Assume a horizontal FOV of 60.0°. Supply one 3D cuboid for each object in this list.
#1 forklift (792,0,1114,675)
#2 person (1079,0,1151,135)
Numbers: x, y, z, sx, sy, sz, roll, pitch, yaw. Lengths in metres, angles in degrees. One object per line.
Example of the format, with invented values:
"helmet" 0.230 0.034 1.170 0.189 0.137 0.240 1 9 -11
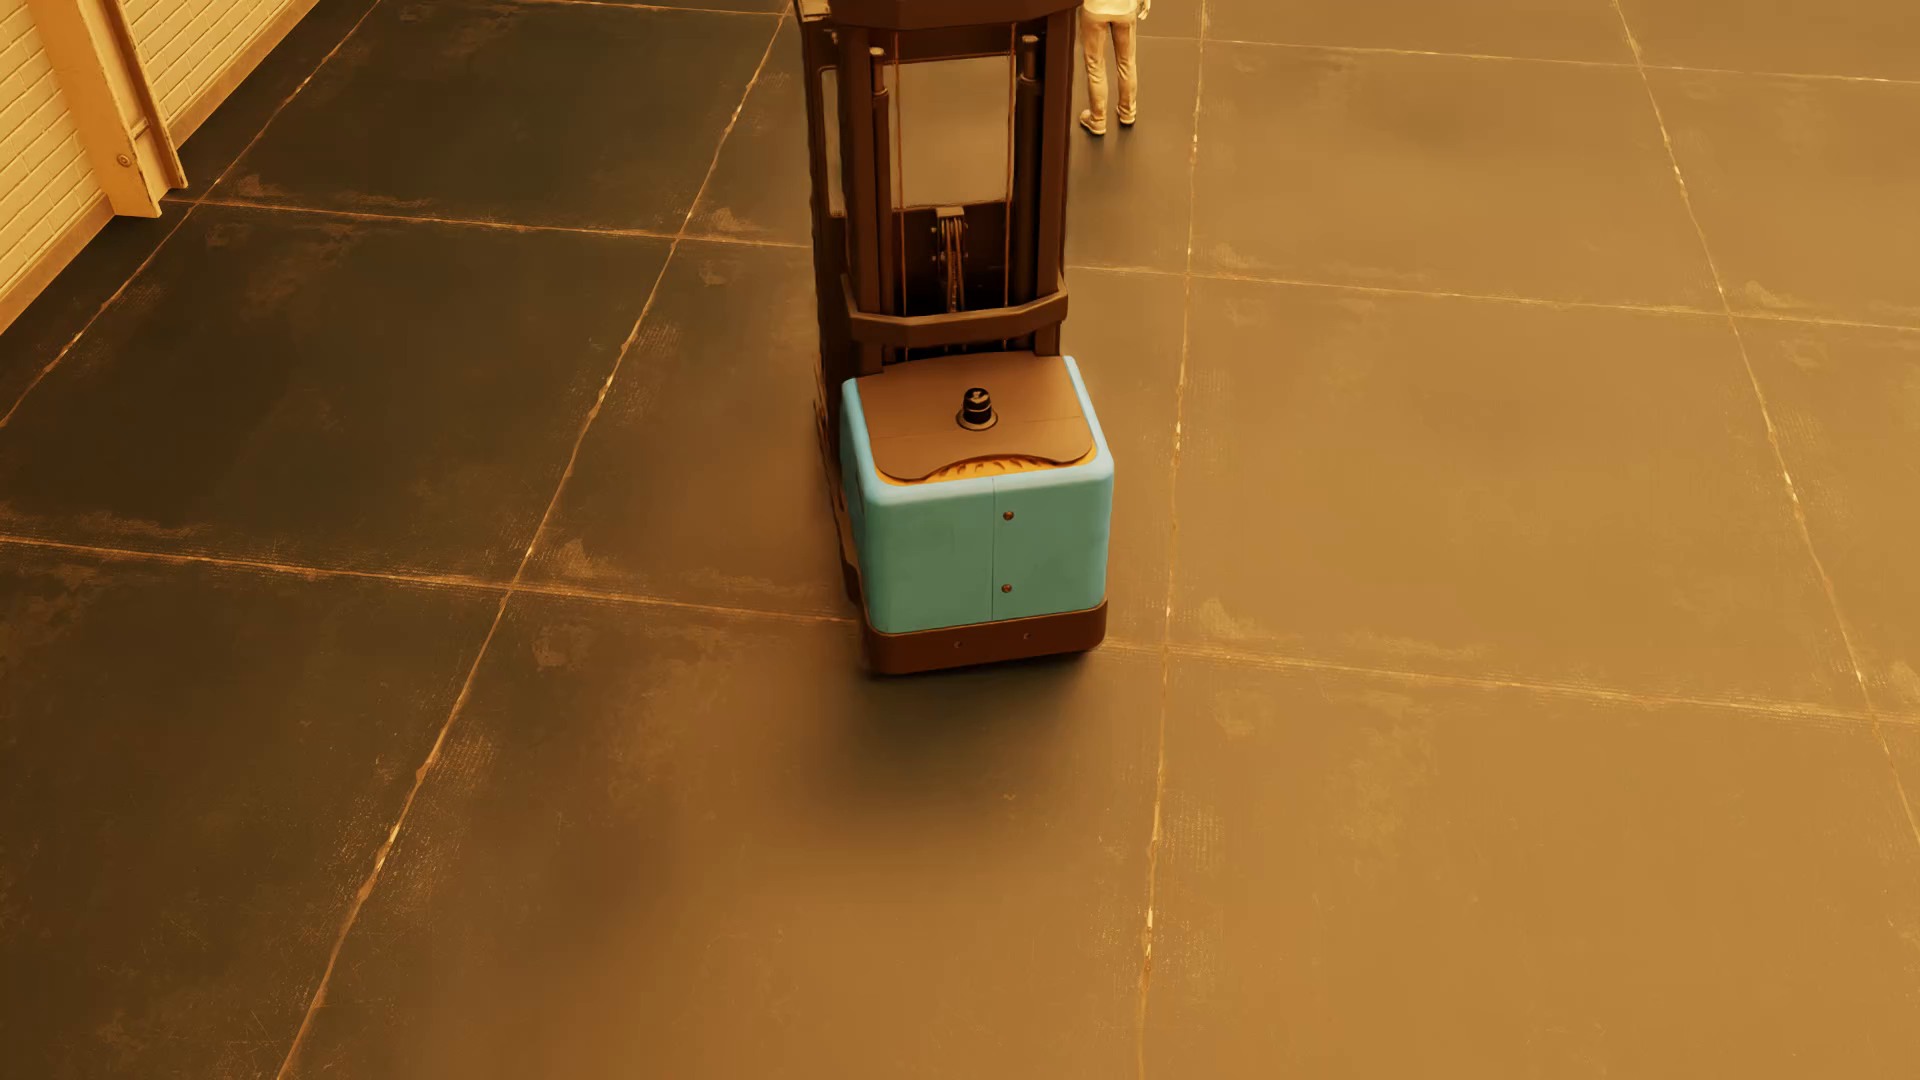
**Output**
"forklift" -0.128 -1.506 7.364 1.130 2.935 3.031 -7 43 -7
"person" 0.896 -3.306 10.229 0.578 1.698 0.526 -6 43 -7
